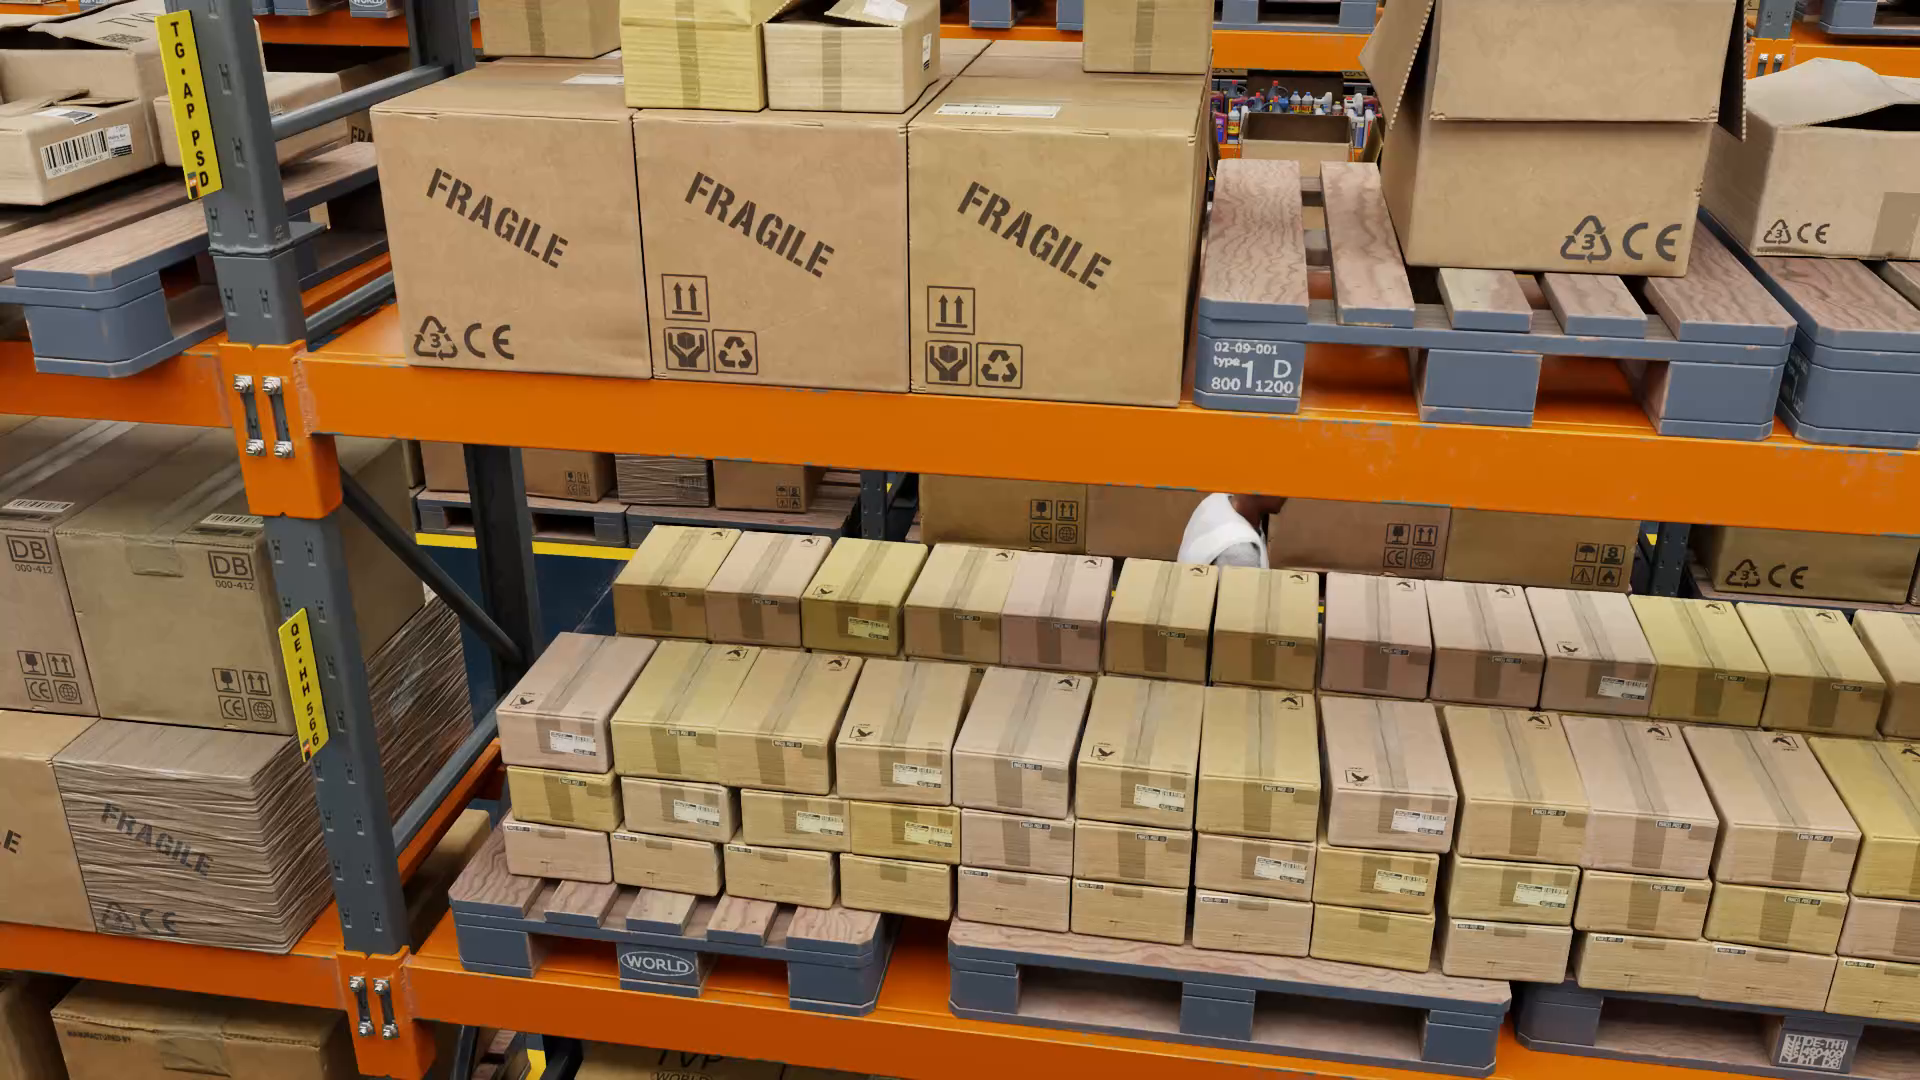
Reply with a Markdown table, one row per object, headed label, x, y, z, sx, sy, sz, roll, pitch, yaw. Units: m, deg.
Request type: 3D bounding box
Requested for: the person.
| label | x | y | z | sx | sy | sz | roll | pitch | yaw |
| --- | --- | --- | --- | --- | --- | --- | --- | --- | --- |
| person | 0.991 | 0.447 | 6.121 | 0.453 | 1.774 | 0.621 | 4 | 25 | 8 |
